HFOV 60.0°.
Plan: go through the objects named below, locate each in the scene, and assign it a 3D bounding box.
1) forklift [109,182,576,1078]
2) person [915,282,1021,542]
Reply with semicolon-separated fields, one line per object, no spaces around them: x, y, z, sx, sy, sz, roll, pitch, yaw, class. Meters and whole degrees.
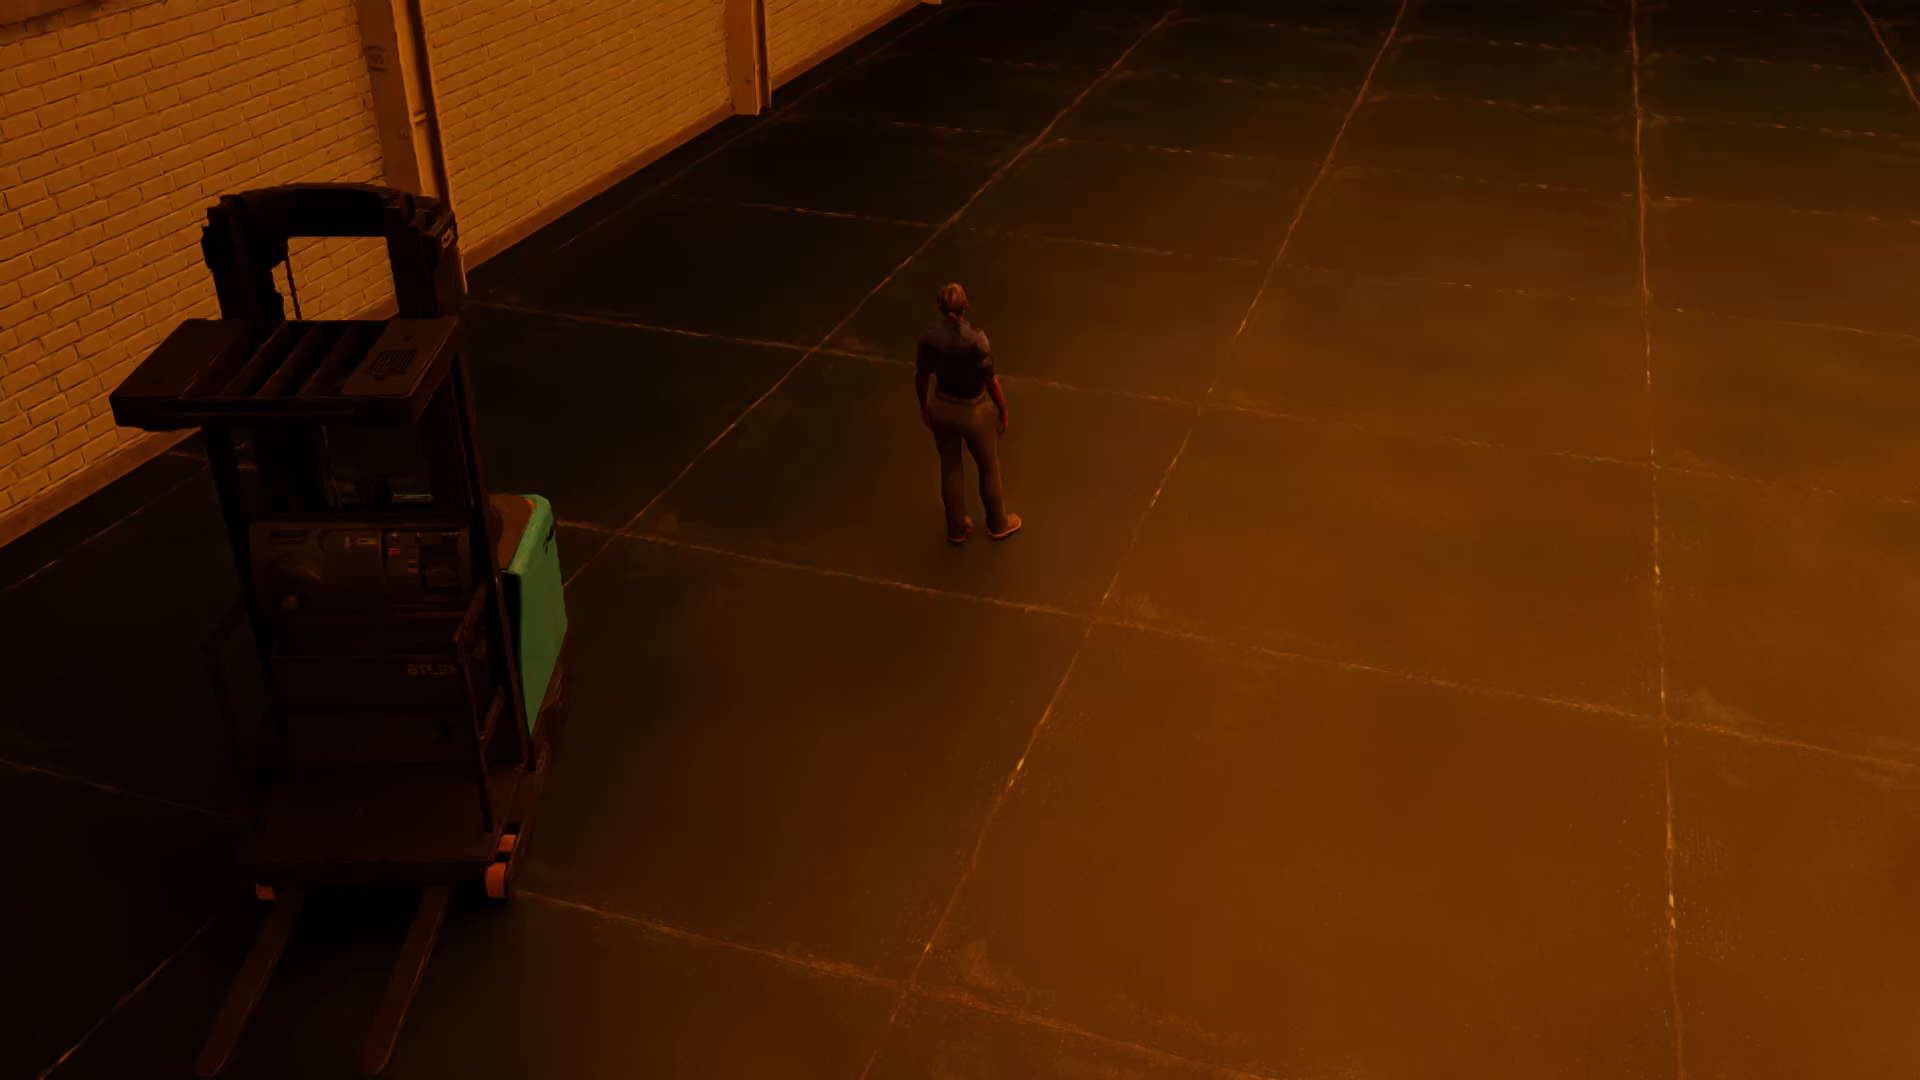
-2.528;0.156;6.862;1.130;2.935;3.031;-1;30;-1;forklift
0.047;-0.763;9.749;0.570;1.654;0.503;10;31;16;person
